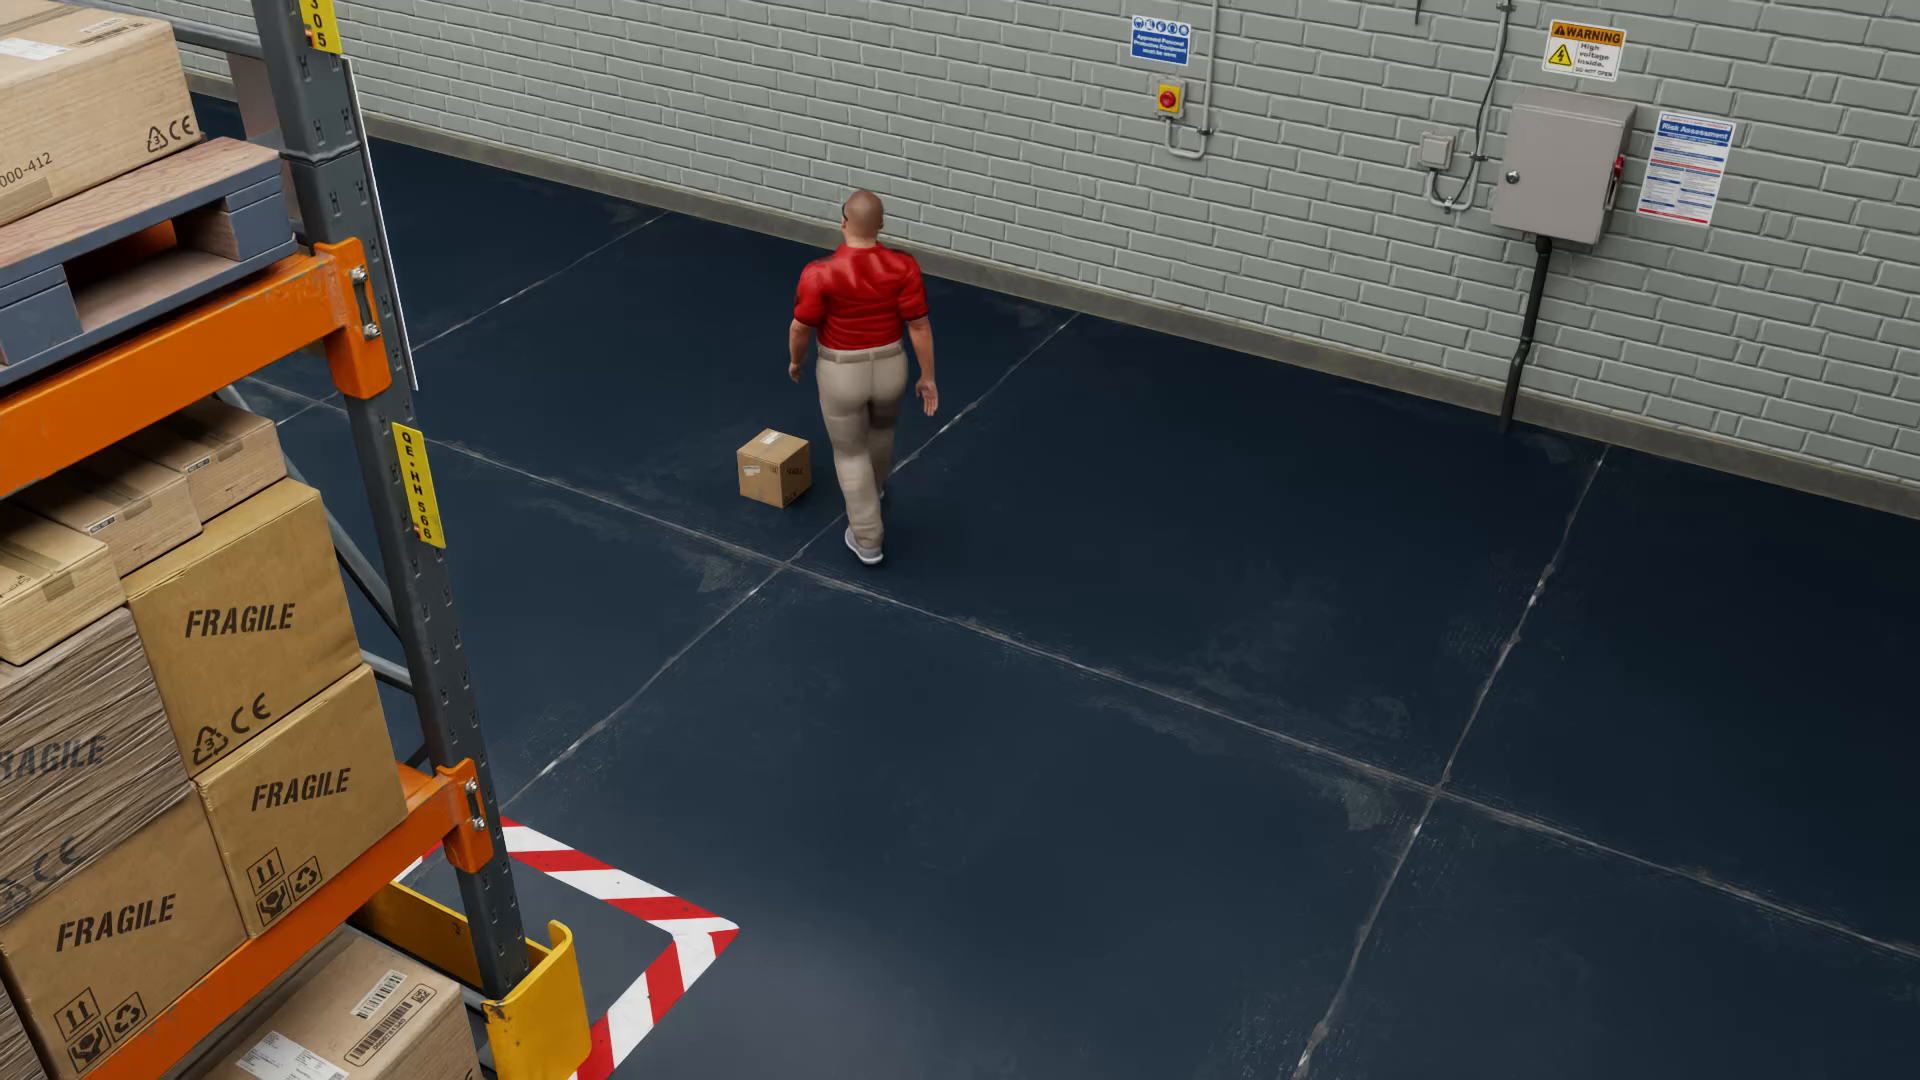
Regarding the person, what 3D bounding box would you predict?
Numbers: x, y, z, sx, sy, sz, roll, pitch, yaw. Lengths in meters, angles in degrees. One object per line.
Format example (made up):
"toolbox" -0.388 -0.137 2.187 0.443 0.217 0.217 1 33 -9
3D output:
"person" -0.485 -0.792 7.322 0.594 1.702 0.779 -13 36 -18
